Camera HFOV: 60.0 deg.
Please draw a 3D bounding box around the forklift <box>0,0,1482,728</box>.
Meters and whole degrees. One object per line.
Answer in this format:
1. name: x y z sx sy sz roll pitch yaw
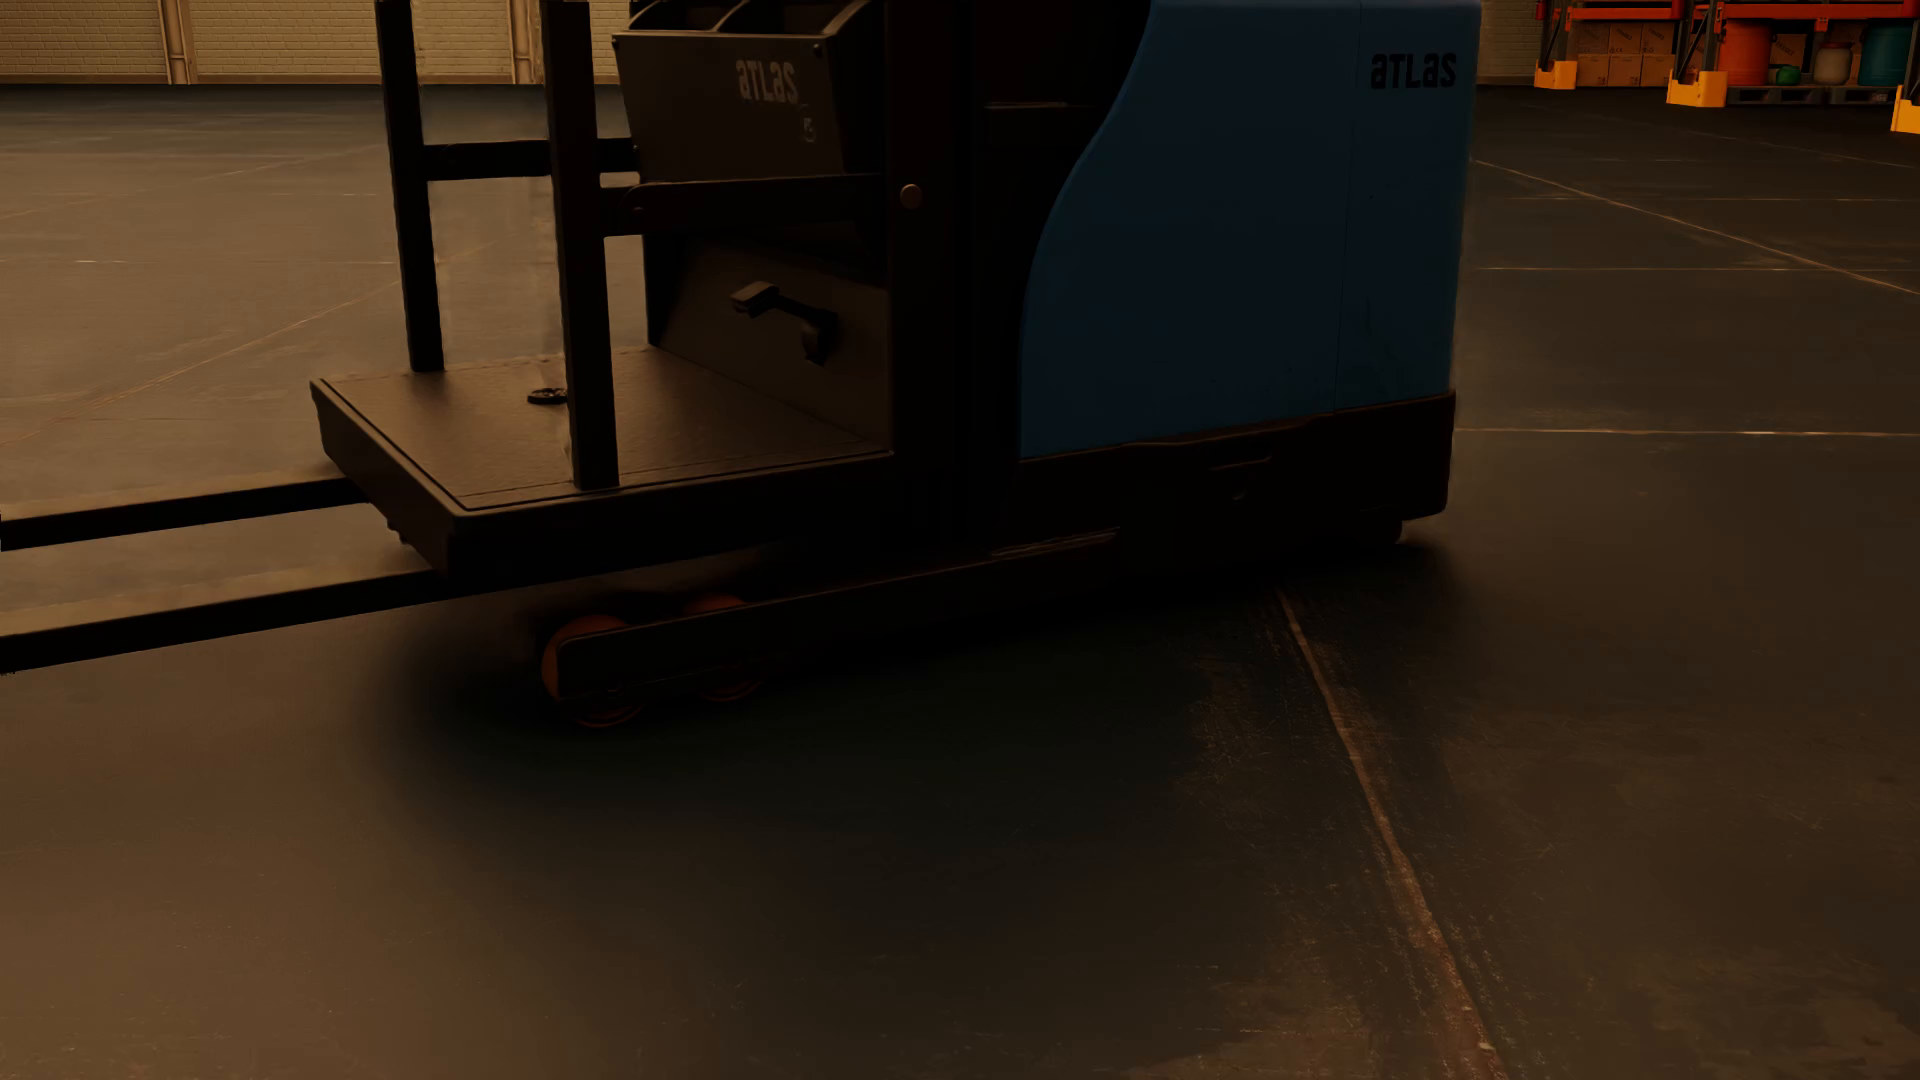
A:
1. forklift: -0.551 -1.299 2.612 3.031 2.935 1.130 -10 20 -29
